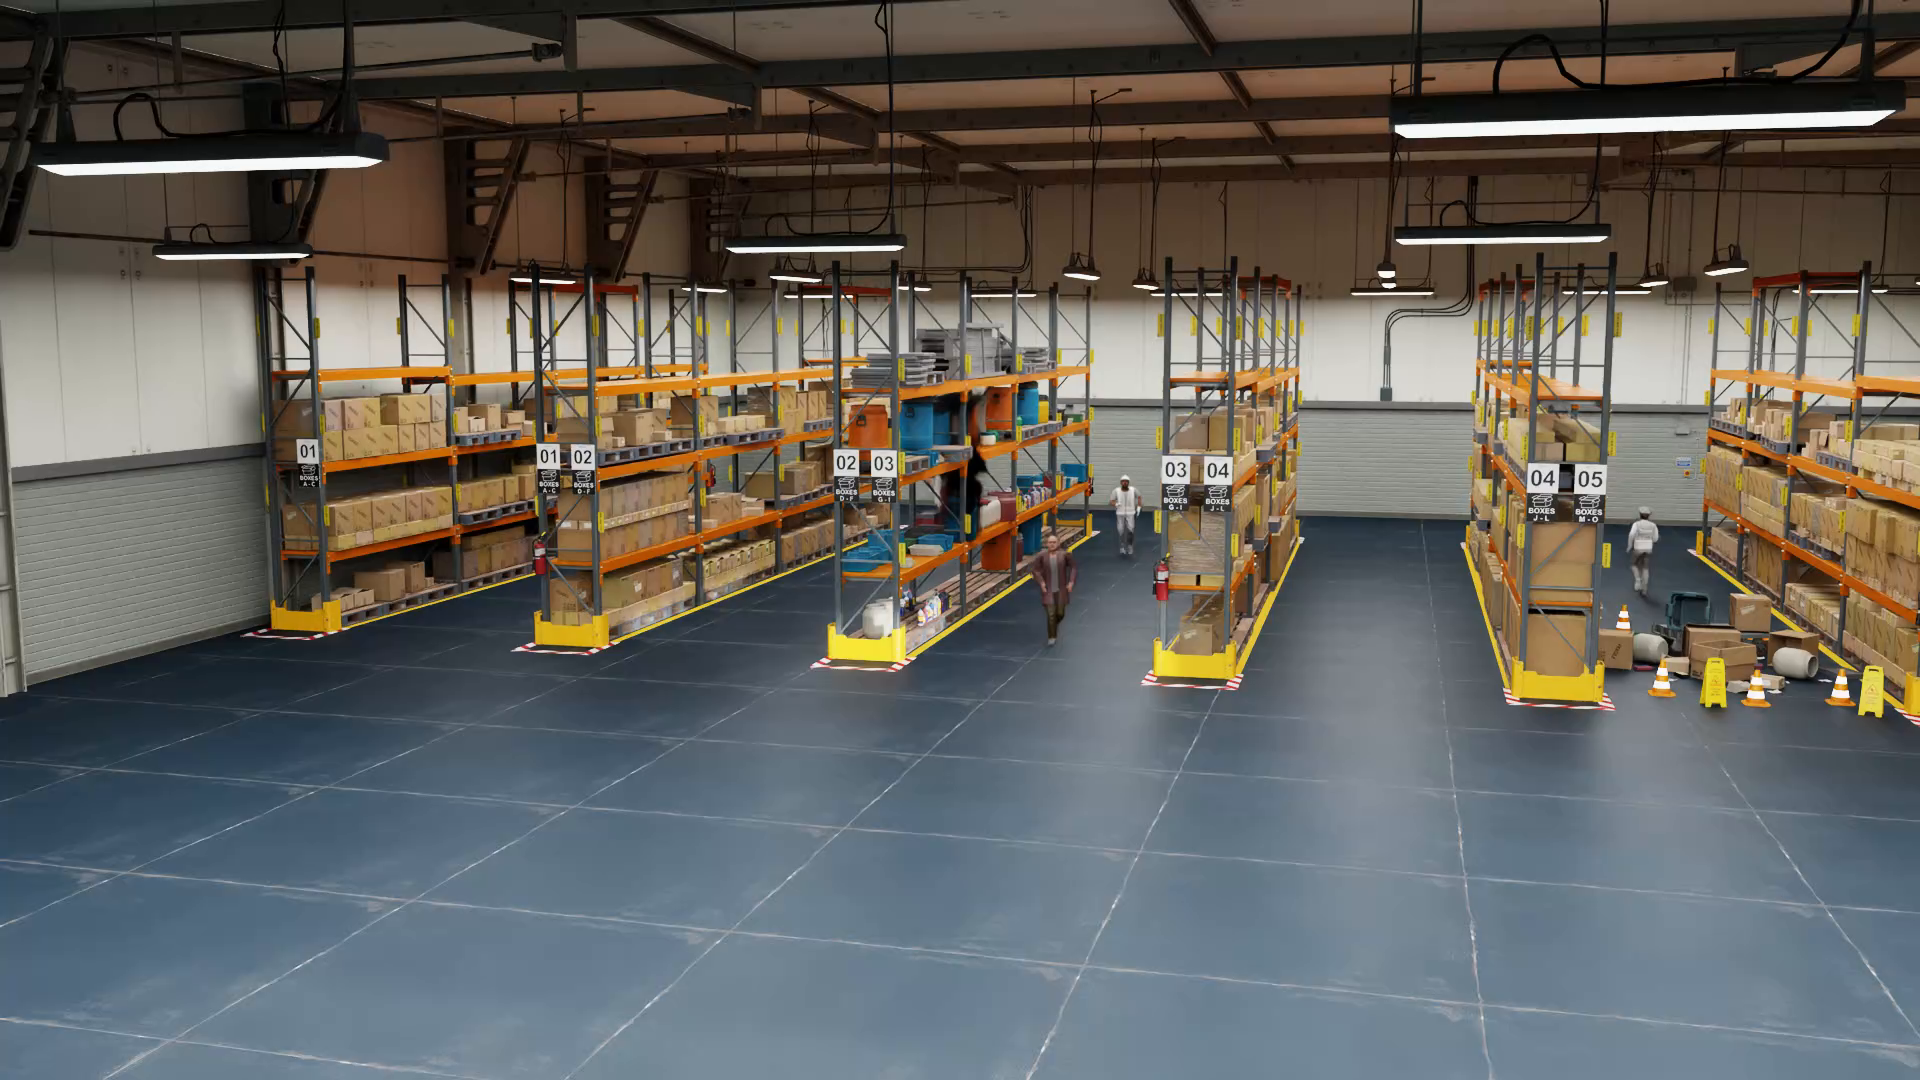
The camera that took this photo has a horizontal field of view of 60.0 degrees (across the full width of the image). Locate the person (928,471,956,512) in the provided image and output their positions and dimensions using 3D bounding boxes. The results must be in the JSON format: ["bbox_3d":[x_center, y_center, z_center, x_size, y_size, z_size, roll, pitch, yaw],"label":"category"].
[{"bbox_3d":[-0.445,-1.114,41.326,0.684,1.795,0.926,-1,7,-6],"label":"person"}]

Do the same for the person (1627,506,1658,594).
[{"bbox_3d":[12.927,0.186,31.570,0.592,1.641,0.633,1,7,6],"label":"person"}]

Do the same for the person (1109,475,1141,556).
[{"bbox_3d":[3.642,-0.533,36.689,0.700,1.790,0.689,1,7,6],"label":"person"}]

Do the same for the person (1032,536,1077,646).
[{"bbox_3d":[1.503,0.795,26.481,0.723,1.748,0.713,0,7,3],"label":"person"}]
